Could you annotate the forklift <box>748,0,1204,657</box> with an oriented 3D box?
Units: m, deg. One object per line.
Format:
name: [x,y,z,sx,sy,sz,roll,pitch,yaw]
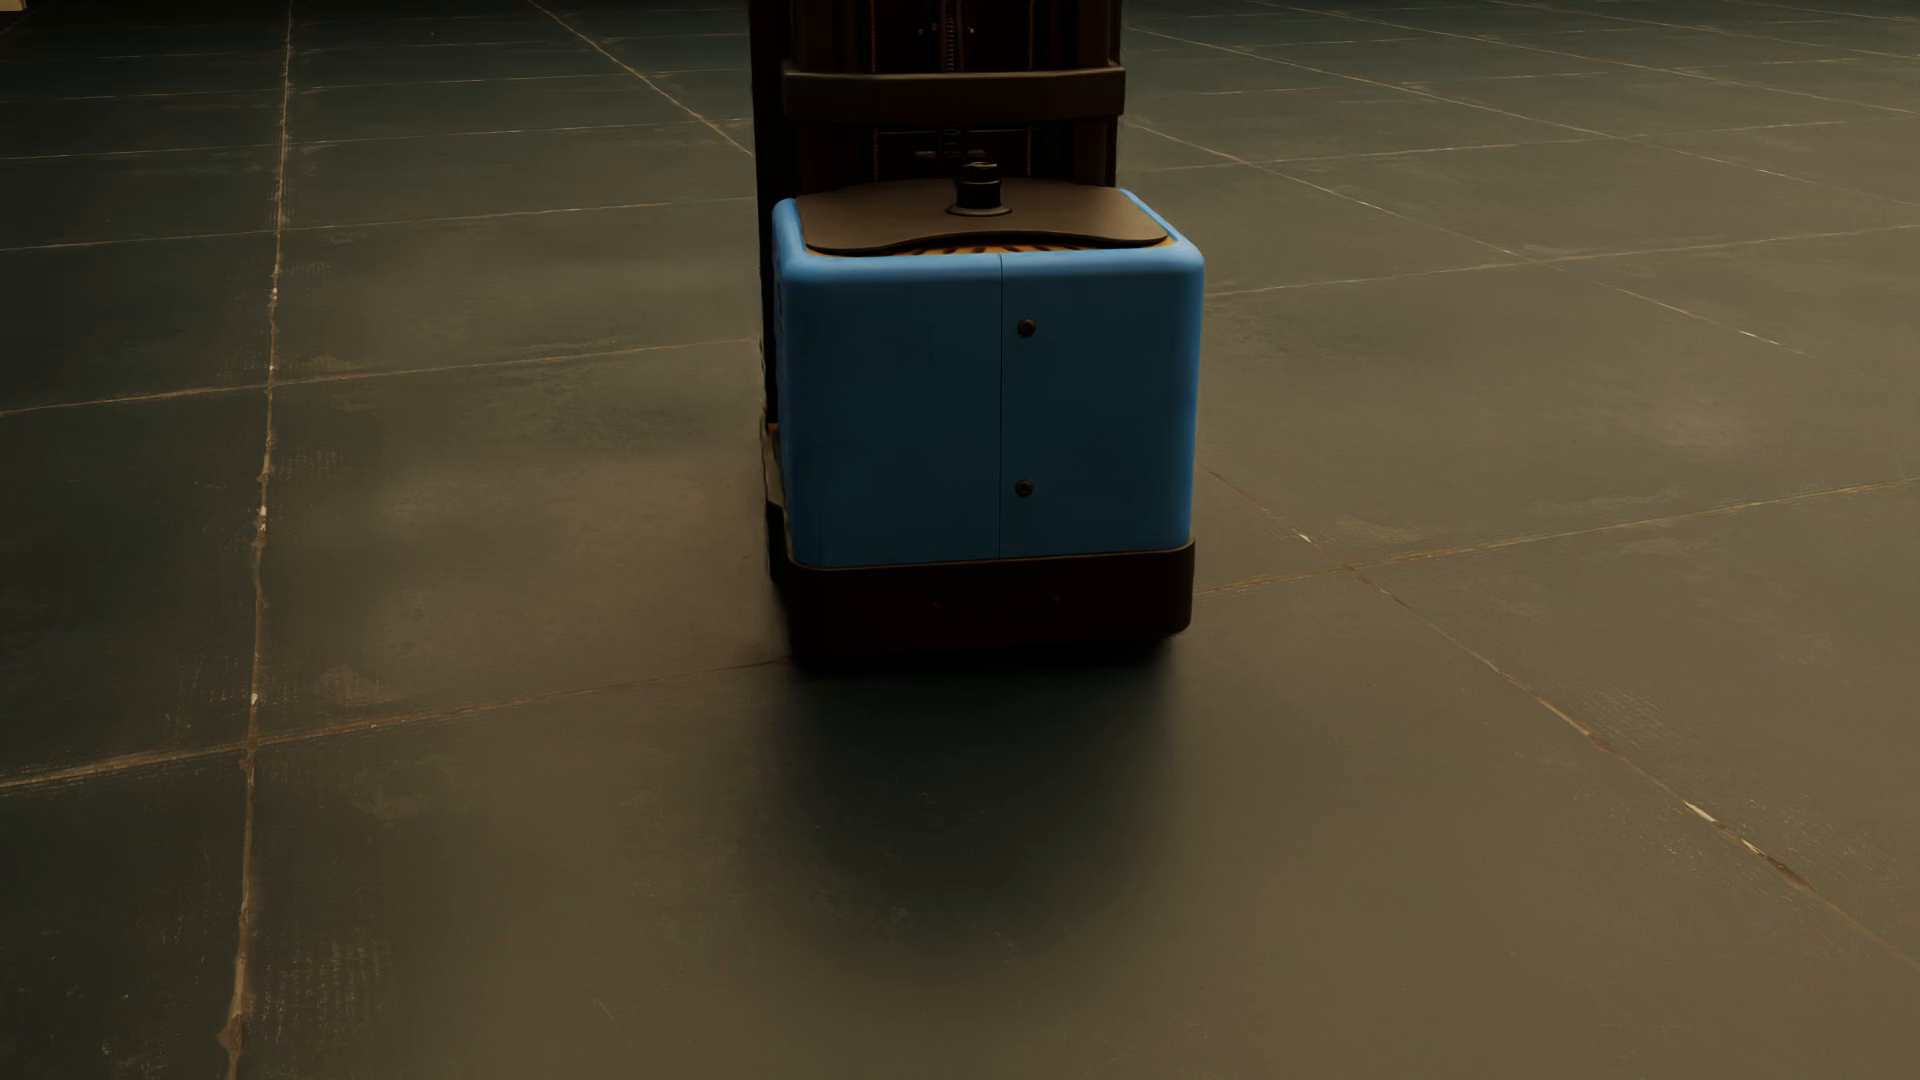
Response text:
forklift: [-0.106,-1.594,5.088,1.130,2.935,3.031,-3,23,-7]
